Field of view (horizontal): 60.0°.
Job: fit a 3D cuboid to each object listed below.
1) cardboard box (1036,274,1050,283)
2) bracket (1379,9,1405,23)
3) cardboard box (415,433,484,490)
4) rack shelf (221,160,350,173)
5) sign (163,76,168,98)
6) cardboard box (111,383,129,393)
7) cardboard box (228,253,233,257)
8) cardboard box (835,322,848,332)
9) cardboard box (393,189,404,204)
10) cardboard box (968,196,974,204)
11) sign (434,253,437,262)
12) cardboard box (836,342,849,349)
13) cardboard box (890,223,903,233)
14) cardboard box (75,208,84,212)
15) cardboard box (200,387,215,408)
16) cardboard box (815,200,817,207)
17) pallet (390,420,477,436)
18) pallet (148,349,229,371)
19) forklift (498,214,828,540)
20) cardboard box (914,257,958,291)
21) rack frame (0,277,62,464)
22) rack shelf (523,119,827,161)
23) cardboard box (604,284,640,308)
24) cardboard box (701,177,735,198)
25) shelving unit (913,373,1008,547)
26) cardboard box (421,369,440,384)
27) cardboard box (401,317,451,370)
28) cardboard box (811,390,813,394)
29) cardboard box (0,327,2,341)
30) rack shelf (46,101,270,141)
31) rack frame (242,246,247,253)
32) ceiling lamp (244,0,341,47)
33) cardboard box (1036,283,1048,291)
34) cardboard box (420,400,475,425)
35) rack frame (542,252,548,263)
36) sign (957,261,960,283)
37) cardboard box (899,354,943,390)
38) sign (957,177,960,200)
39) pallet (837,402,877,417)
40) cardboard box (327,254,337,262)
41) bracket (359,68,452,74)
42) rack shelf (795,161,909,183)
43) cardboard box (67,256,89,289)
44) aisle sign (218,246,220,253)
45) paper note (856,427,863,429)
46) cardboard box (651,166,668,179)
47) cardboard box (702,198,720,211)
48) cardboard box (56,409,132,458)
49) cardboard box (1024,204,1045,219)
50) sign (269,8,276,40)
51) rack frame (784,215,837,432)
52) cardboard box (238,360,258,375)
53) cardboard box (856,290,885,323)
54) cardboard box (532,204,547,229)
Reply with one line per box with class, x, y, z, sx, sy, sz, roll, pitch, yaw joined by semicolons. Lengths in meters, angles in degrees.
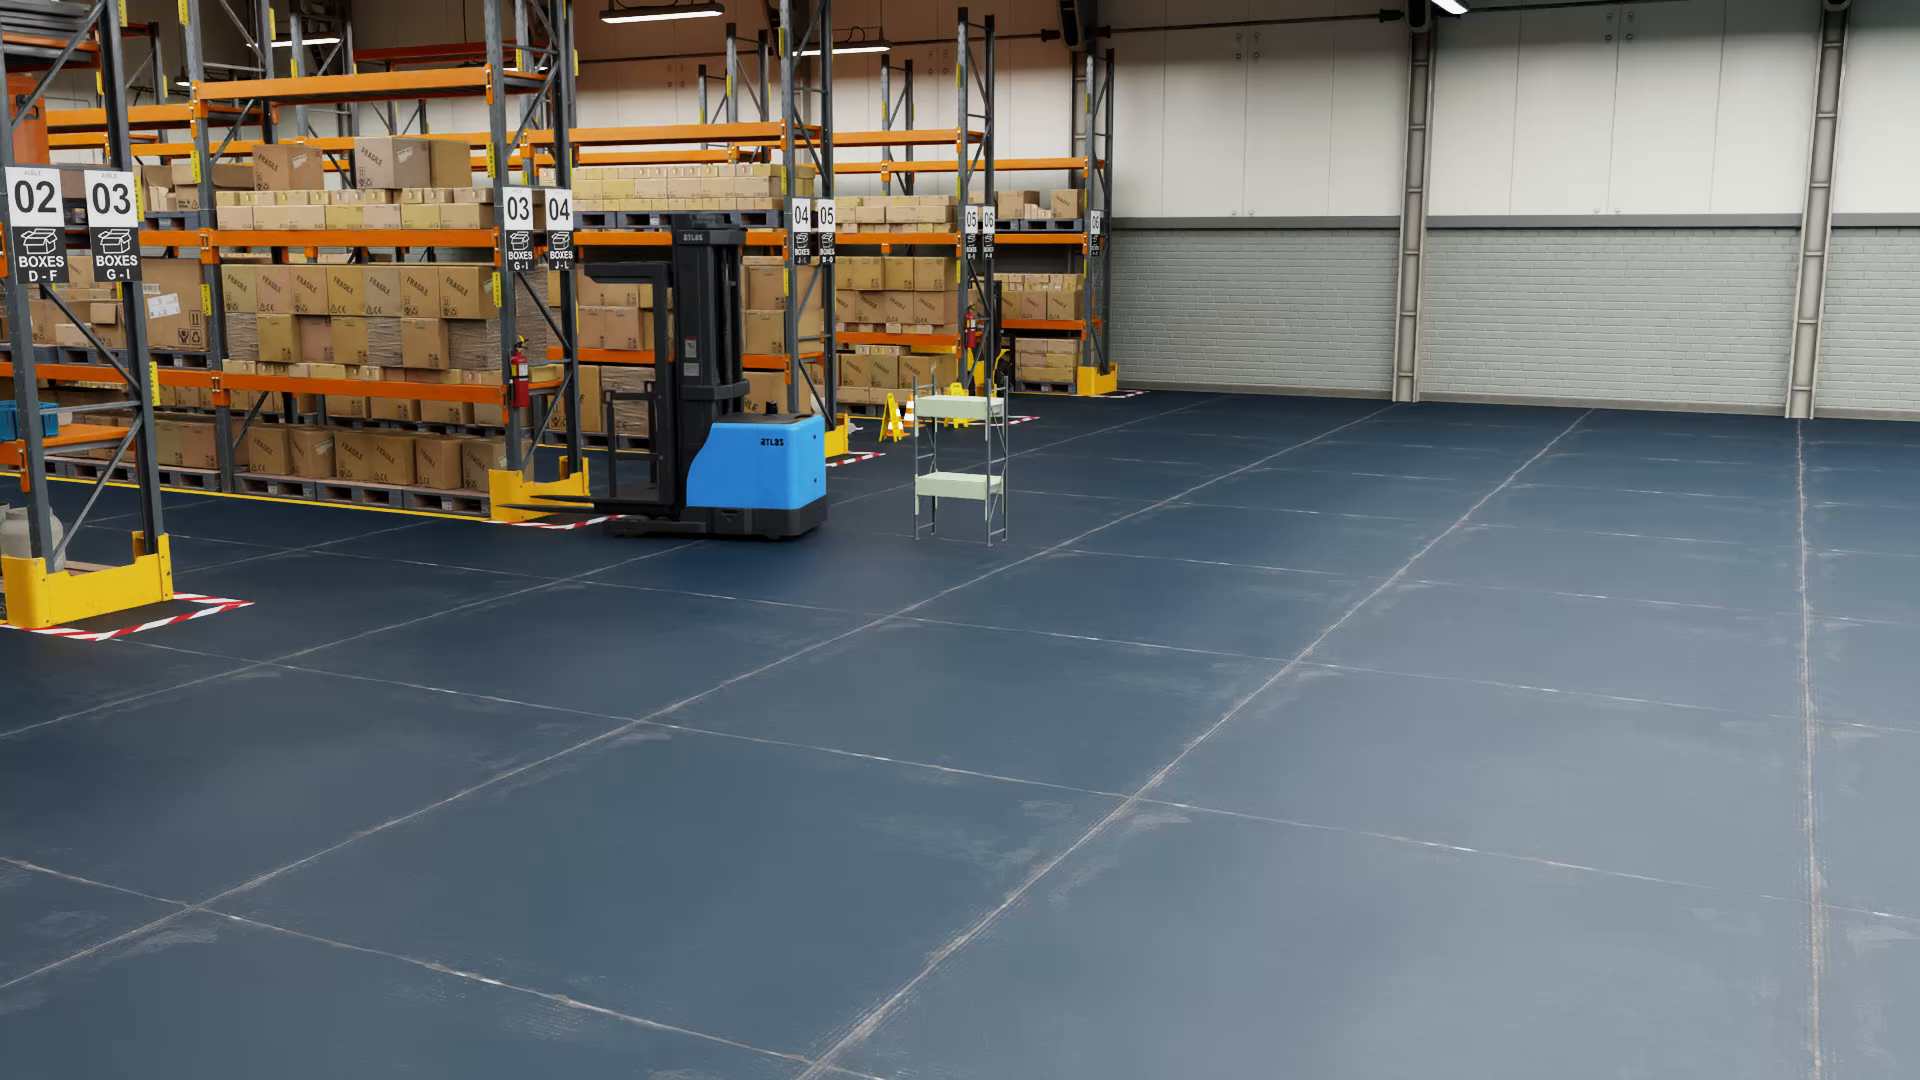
cardboard box;1.539;-4.659;29.614;0.250;0.149;0.380;5;12;27
bracket;7.061;-8.544;27.066;0.430;0.232;0.235;5;11;26
cardboard box;-5.246;-0.813;17.142;0.500;0.500;0.500;9;14;41
rack shelf;-12.313;-6.831;30.846;4.000;0.370;1.077;5;11;26
sign;-12.378;-7.052;25.859;0.005;0.325;0.100;5;11;26
cardboard box;-13.042;-2.397;26.044;0.250;0.149;0.380;5;12;27
cardboard box;-13.644;-5.366;31.546;0.250;0.149;0.380;5;12;27
cardboard box;-1.823;-3.324;25.879;0.250;0.149;0.380;5;11;26
cardboard box;-5.407;-3.412;16.542;0.250;0.149;0.380;5;11;26
cardboard box;0.014;-5.131;25.204;0.250;0.149;0.380;5;11;25
sign;-11.650;-6.192;36.883;0.005;0.325;0.100;5;11;26
cardboard box;-2.317;-3.574;32.045;0.625;0.625;0.875;5;11;25
cardboard box;-0.860;-4.733;25.243;0.250;0.149;0.380;5;11;26
cardboard box;-10.082;-3.619;18.801;0.500;0.250;0.500;5;12;27
cardboard box;-11.122;-2.269;25.182;0.500;0.500;0.500;5;12;27
cardboard box;-2.259;-5.235;25.774;0.250;0.149;0.380;5;11;24
pallet;-7.268;-1.615;23.562;1.213;0.211;1.003;5;11;26
pallet;-8.351;-2.048;18.660;1.213;0.211;1.003;5;11;26
forklift;-2.840;-1.552;15.575;3.031;2.935;1.130;2;10;11
cardboard box;-0.312;-4.019;25.091;0.500;0.500;0.700;5;11;24
rack frame;-11.317;-2.374;19.923;0.127;3.000;1.000;5;11;26
rack shelf;-3.651;-5.086;21.209;4.000;0.370;1.077;5;11;26
cardboard box;-4.161;-3.324;21.721;0.550;0.550;0.875;5;11;26
cardboard box;-2.868;-4.365;20.632;0.500;0.250;0.500;5;11;26
shelving unit;0.006;-0.737;15.094;0.755;1.500;0.431;5;11;26
cardboard box;-5.178;-1.663;16.700;0.250;0.149;0.380;5;11;26
cardboard box;-5.125;-2.007;16.780;0.500;0.500;0.875;5;11;26
cardboard box;-2.451;-2.365;26.417;0.500;0.250;0.500;6;12;29
cardboard box;-11.869;-2.422;19.911;0.500;0.500;0.500;5;12;28
rack shelf;-9.523;-4.617;18.618;4.000;0.370;1.077;5;11;26
rack frame;-14.106;-4.587;32.152;0.127;3.000;1.000;5;11;26
ceiling lamp;-10.737;-9.681;27.065;2.000;3.185;0.800;5;11;26
cardboard box;1.553;-4.516;29.656;0.250;0.149;0.380;5;12;27
cardboard box;-6.904;-2.054;23.292;0.750;0.750;1.050;5;11;26
rack frame;-8.326;-5.065;34.792;0.127;3.000;1.000;5;11;26
sign;-0.021;-3.964;24.573;0.005;0.325;0.100;5;11;26
cardboard box;-0.591;-2.570;25.445;0.500;0.500;0.500;5;11;26
sign;-0.021;-5.151;24.358;0.005;0.325;0.100;5;11;26
pallet;-1.629;-2.126;26.384;1.213;0.211;1.003;5;11;26
cardboard box;-11.344;-5.165;30.435;0.250;0.149;0.380;5;11;26
bracket;-11.391;-10.166;36.025;4.783;0.066;0.076;5;11;26
rack shelf;-2.945;-6.993;31.745;4.000;0.370;1.077;5;11;26
cardboard box;-13.626;-4.194;26.060;0.500;0.500;0.500;5;11;24
aisle sign;-14.299;-5.825;31.695;0.004;0.787;0.394;5;11;26
paper note;-1.486;-1.622;24.105;0.142;0.019;0.148;1;10;6
cardboard box;-3.677;-4.621;20.922;0.250;0.149;0.380;5;11;26
cardboard box;-2.988;-4.168;20.660;0.250;0.149;0.380;5;11;26
cardboard box;-10.204;-1.269;19.602;0.500;0.500;0.700;4;11;21
cardboard box;1.330;-5.822;29.469;0.258;0.266;0.396;5;11;26
sign;-7.473;-5.594;18.028;0.005;0.325;0.100;5;11;26
rack frame;-1.857;-2.528;20.773;0.127;3.000;1.000;5;11;26
cardboard box;-7.451;-1.848;17.725;0.250;0.149;0.380;5;11;26
cardboard box;-1.260;-3.601;25.586;0.500;0.500;0.500;5;11;26
cardboard box;-4.460;-3.225;16.624;0.500;0.250;0.500;5;12;28
